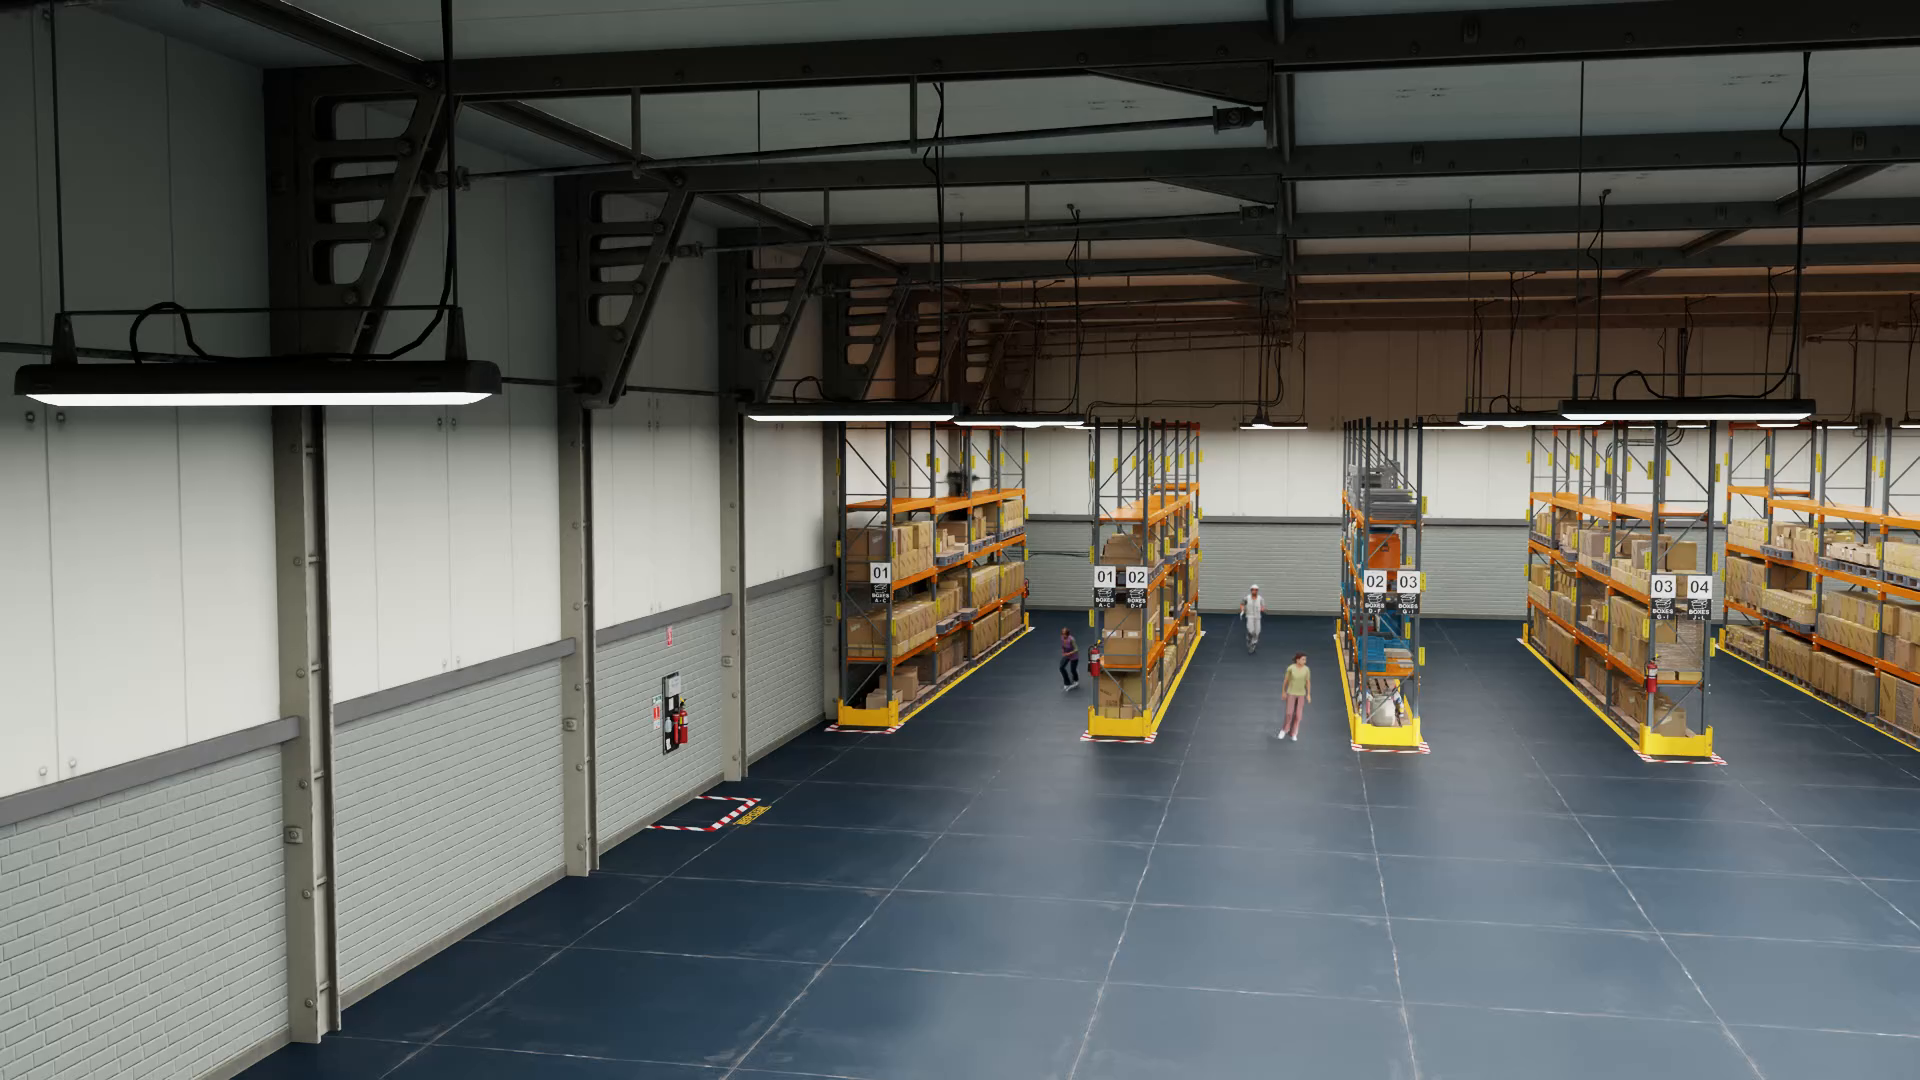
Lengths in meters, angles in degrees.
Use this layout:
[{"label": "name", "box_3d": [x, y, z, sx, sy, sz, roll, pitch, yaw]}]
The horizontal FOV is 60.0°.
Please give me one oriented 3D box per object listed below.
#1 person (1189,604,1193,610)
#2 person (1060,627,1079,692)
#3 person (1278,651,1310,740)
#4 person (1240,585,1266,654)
[{"label": "person", "box_3d": [6.617, 1.764, 49.187, 0.613, 1.663, 0.935, -2, 4, -34]}, {"label": "person", "box_3d": [2.457, 2.668, 36.788, 0.549, 1.301, 1.000, 2, 4, 29]}, {"label": "person", "box_3d": [6.190, 2.874, 30.752, 0.577, 1.655, 0.431, 0, 4, -4]}, {"label": "person", "box_3d": [7.566, 2.048, 42.861, 0.639, 1.783, 0.703, 0, 4, -2]}]
